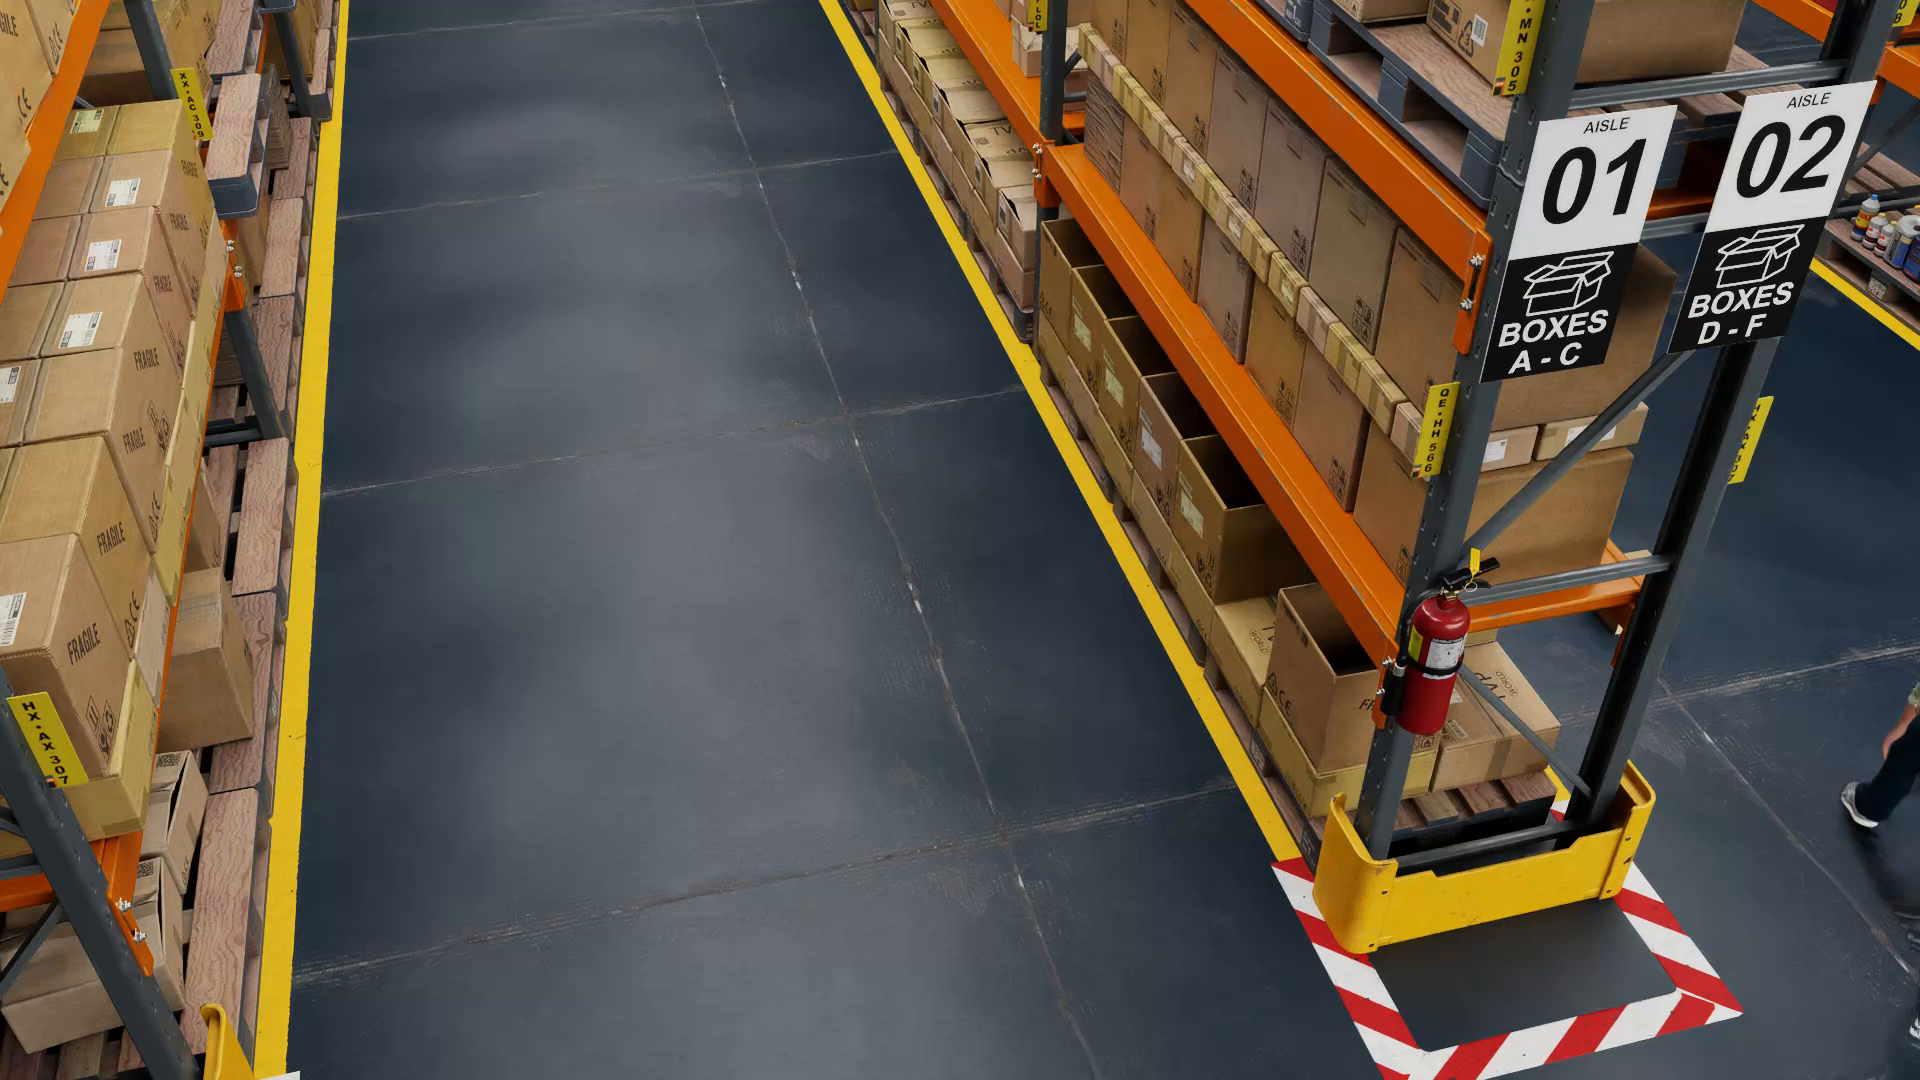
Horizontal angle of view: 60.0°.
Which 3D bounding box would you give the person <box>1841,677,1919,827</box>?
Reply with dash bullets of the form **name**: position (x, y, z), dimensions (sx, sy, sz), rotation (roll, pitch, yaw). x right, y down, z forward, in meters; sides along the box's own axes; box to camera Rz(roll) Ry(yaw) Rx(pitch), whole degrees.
- **person**: position (3.586, 0.638, 5.921), dimensions (0.561, 1.585, 0.790), rotation (11, 40, 13)
